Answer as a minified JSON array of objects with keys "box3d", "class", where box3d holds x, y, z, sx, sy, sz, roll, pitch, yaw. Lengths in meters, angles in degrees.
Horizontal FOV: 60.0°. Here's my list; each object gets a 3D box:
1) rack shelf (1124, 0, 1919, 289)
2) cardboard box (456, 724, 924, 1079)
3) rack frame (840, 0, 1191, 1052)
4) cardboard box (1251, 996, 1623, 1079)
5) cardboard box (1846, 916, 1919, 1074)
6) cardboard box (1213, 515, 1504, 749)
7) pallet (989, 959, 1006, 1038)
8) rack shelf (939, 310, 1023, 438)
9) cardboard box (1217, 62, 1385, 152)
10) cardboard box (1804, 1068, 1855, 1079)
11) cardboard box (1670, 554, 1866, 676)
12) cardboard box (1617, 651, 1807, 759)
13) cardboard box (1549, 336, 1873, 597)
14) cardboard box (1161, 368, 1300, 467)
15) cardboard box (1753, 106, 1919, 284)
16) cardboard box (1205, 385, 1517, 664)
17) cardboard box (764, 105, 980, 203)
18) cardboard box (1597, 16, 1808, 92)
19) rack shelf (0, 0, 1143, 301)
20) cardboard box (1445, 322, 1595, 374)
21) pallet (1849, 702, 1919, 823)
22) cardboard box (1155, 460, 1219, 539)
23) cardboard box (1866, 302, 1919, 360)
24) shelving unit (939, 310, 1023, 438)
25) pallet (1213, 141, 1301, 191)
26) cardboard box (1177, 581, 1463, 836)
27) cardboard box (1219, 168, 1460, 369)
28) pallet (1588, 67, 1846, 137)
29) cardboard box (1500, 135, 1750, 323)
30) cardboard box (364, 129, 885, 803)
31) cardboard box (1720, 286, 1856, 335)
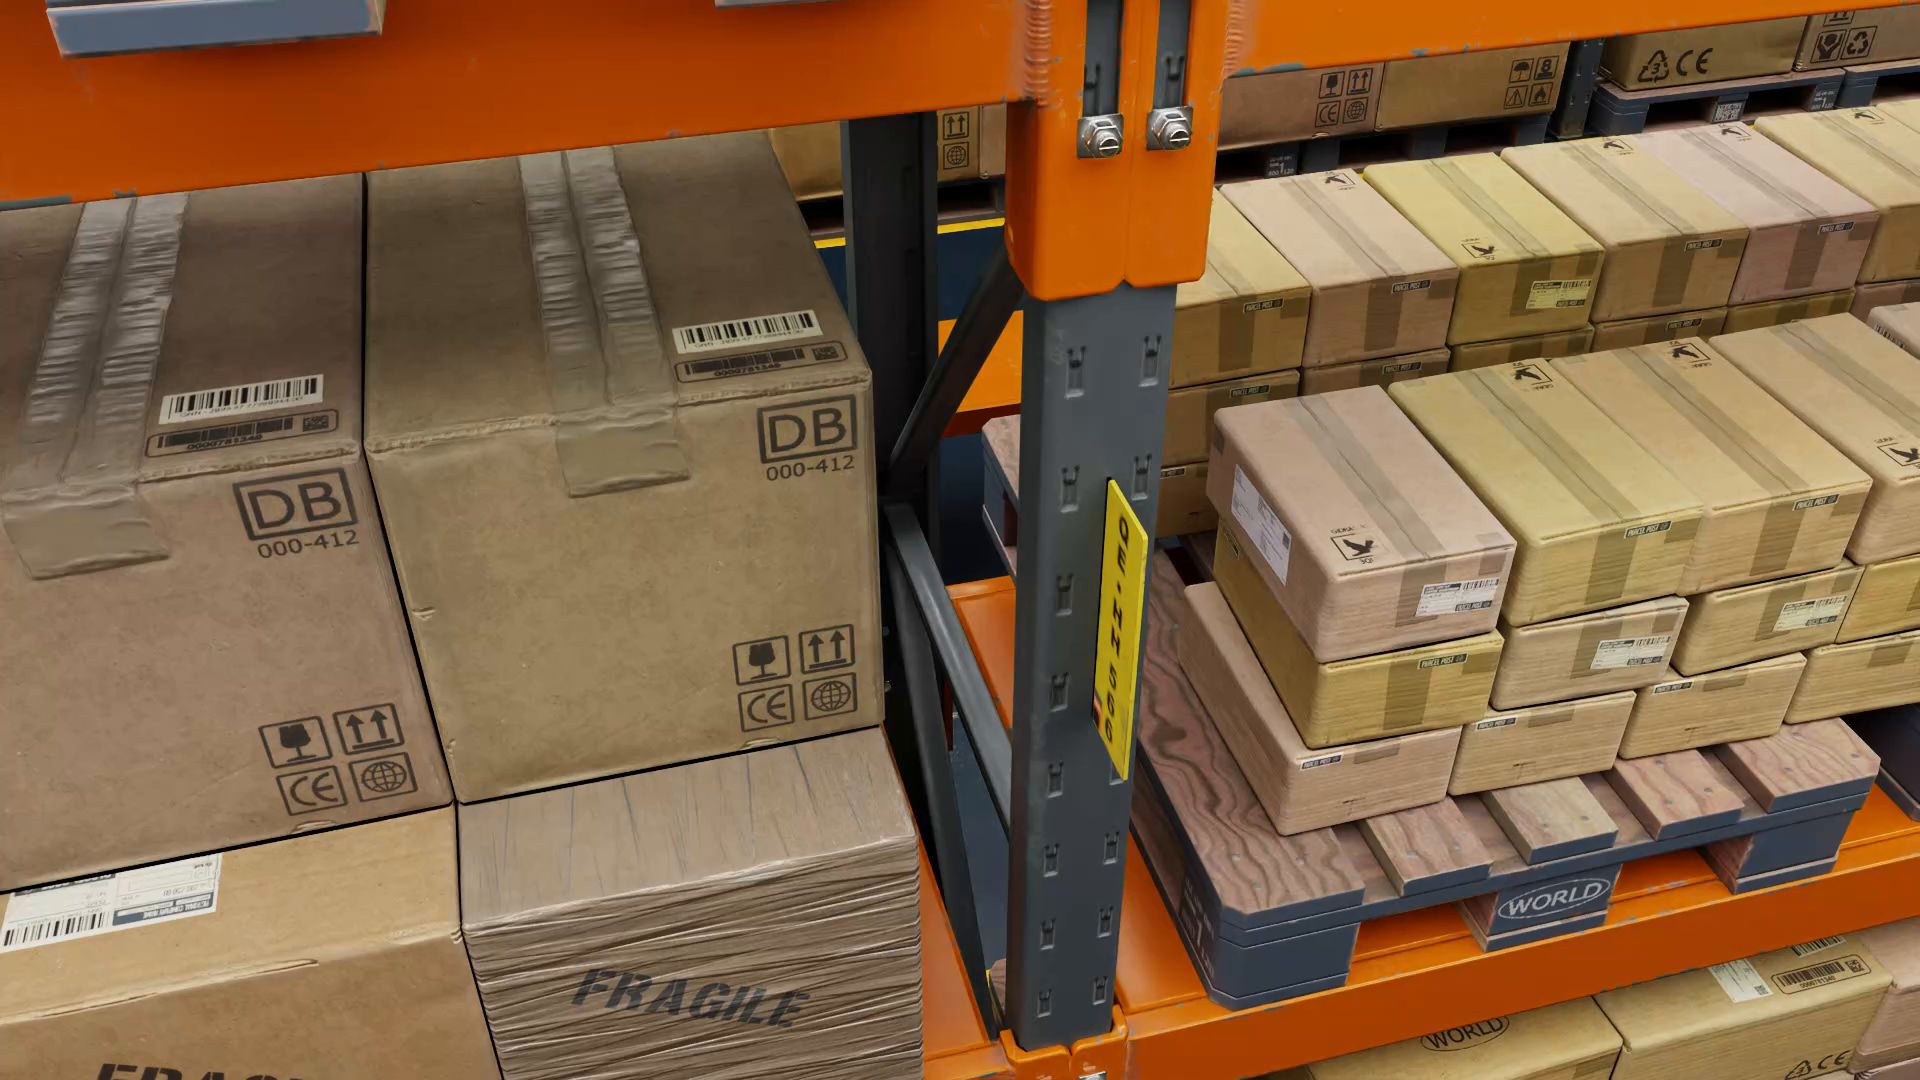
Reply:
[{"box3d":[1.945,-0.990,2.198,4.000,0.370,1.077,-9,38,-12],"class":"rack shelf"},{"box3d":[-0.351,0.422,2.148,0.500,0.500,0.500,-9,38,-12],"class":"cardboard box"},{"box3d":[0.014,0.233,2.477,0.127,3.000,1.000,-9,38,-12],"class":"rack frame"},{"box3d":[0.743,0.794,2.838,0.500,0.250,0.500,-11,39,-14],"class":"cardboard box"},{"box3d":[1.713,0.642,3.036,0.500,0.250,0.500,-9,38,-12],"class":"cardboard box"},{"box3d":[0.533,0.089,2.282,0.250,0.149,0.380,-8,38,-10],"class":"cardboard box"},{"box3d":[0.769,1.217,3.485,1.213,0.211,1.003,-9,38,-12],"class":"pallet"},{"box3d":[-0.082,-0.439,4.886,1.000,0.185,0.538,-9,38,-12],"class":"rack shelf"},{"box3d":[1.205,-2.394,7.314,0.875,0.875,1.225,-11,39,-14],"class":"cardboard box"},{"box3d":[1.248,1.015,3.167,0.500,0.500,0.500,-9,38,-11],"class":"cardboard box"},{"box3d":[1.051,0.000,2.397,0.250,0.149,0.380,-10,39,-13],"class":"cardboard box"},{"box3d":[1.018,0.128,2.475,0.250,0.149,0.380,-7,38,-10],"class":"cardboard box"},{"box3d":[1.007,-0.111,2.297,0.250,0.149,0.380,-10,38,-12],"class":"cardboard box"},{"box3d":[0.372,-0.298,2.787,0.250,0.149,0.380,-9,38,-11],"class":"cardboard box"},{"box3d":[1.616,-0.621,2.964,0.250,0.149,0.380,-8,38,-10],"class":"cardboard box"},{"box3d":[0.515,-0.031,2.193,0.250,0.149,0.380,-9,38,-12],"class":"cardboard box"},{"box3d":[-0.510,-2.113,6.946,0.875,0.875,1.225,-11,39,-14],"class":"cardboard box"},{"box3d":[3.338,-2.707,7.723,0.875,0.875,0.875,-9,38,-12],"class":"cardboard box"},{"box3d":[-1.917,-0.356,1.370,4.000,0.370,1.077,-9,38,-12],"class":"rack shelf"},{"box3d":[0.883,-0.384,2.900,0.250,0.149,0.380,-8,38,-11],"class":"cardboard box"},{"box3d":[1.914,-0.029,2.977,1.213,0.211,1.003,-9,38,-12],"class":"pallet"},{"box3d":[0.370,-0.182,2.880,0.250,0.149,0.380,-9,38,-11],"class":"cardboard box"},{"box3d":[1.524,-0.196,2.409,0.250,0.149,0.380,-8,38,-10],"class":"cardboard box"},{"box3d":[-0.074,-0.584,4.779,1.083,1.500,0.587,-9,38,-12],"class":"shelving unit"},{"box3d":[0.775,-1.857,7.504,1.213,0.211,1.003,-9,38,-12],"class":"pallet"},{"box3d":[0.499,0.213,2.364,0.250,0.149,0.380,-10,38,-13],"class":"cardboard box"},{"box3d":[0.611,-0.456,2.748,0.250,0.149,0.380,-10,38,-13],"class":"cardboard box"},{"box3d":[3.435,-2.293,8.074,1.213,0.211,1.003,-9,38,-12],"class":"pallet"},{"box3d":[1.120,-0.542,2.861,0.250,0.149,0.380,-8,38,-11],"class":"cardboard box"},{"box3d":[-0.422,-0.139,2.058,0.500,0.500,0.700,-10,38,-12],"class":"cardboard box"},{"box3d":[1.365,-0.462,3.001,0.250,0.149,0.380,-10,38,-12],"class":"cardboard box"}]
